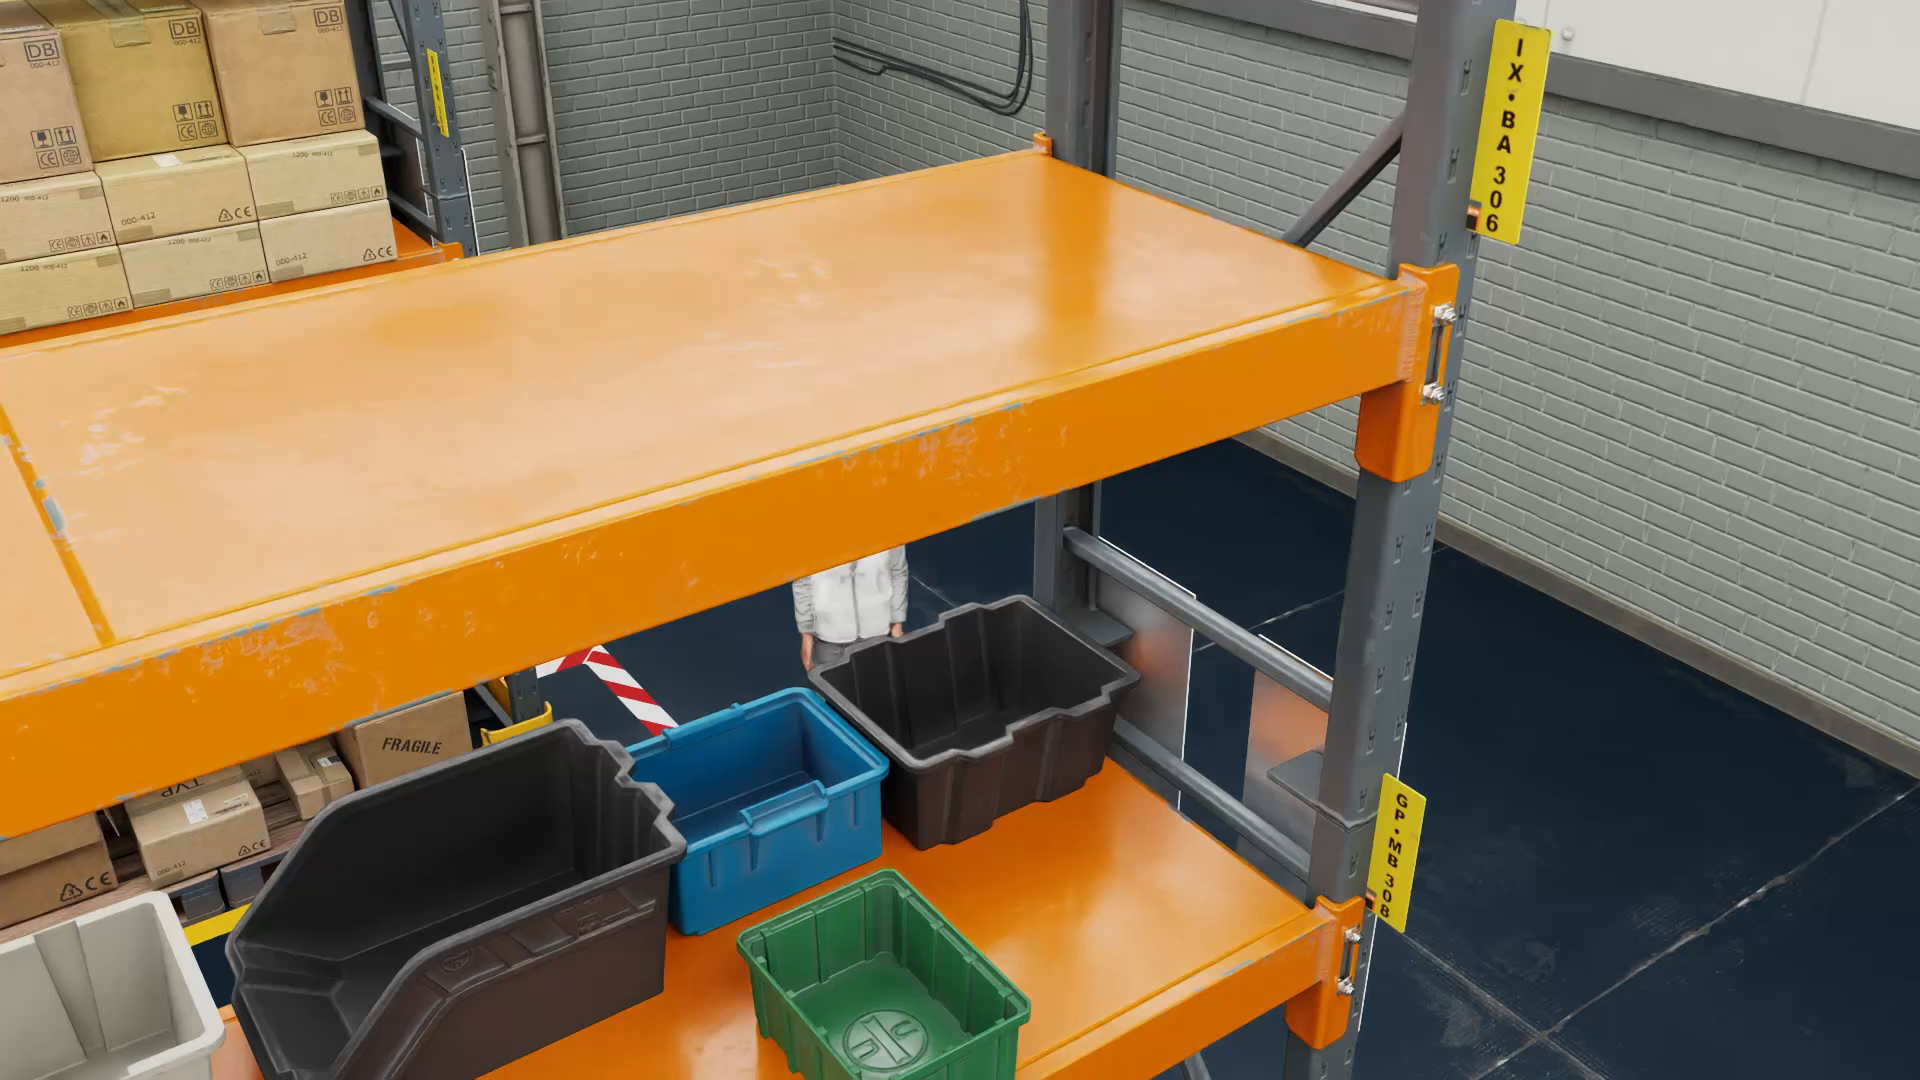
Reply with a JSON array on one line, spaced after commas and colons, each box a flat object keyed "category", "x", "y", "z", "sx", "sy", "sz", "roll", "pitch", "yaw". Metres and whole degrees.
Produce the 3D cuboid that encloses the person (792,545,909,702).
[{"category": "person", "x": -0.494, "y": 0.438, "z": 7.837, "sx": 0.560, "sy": 1.777, "sz": 0.545, "roll": -8, "pitch": 29, "yaw": -15}]
